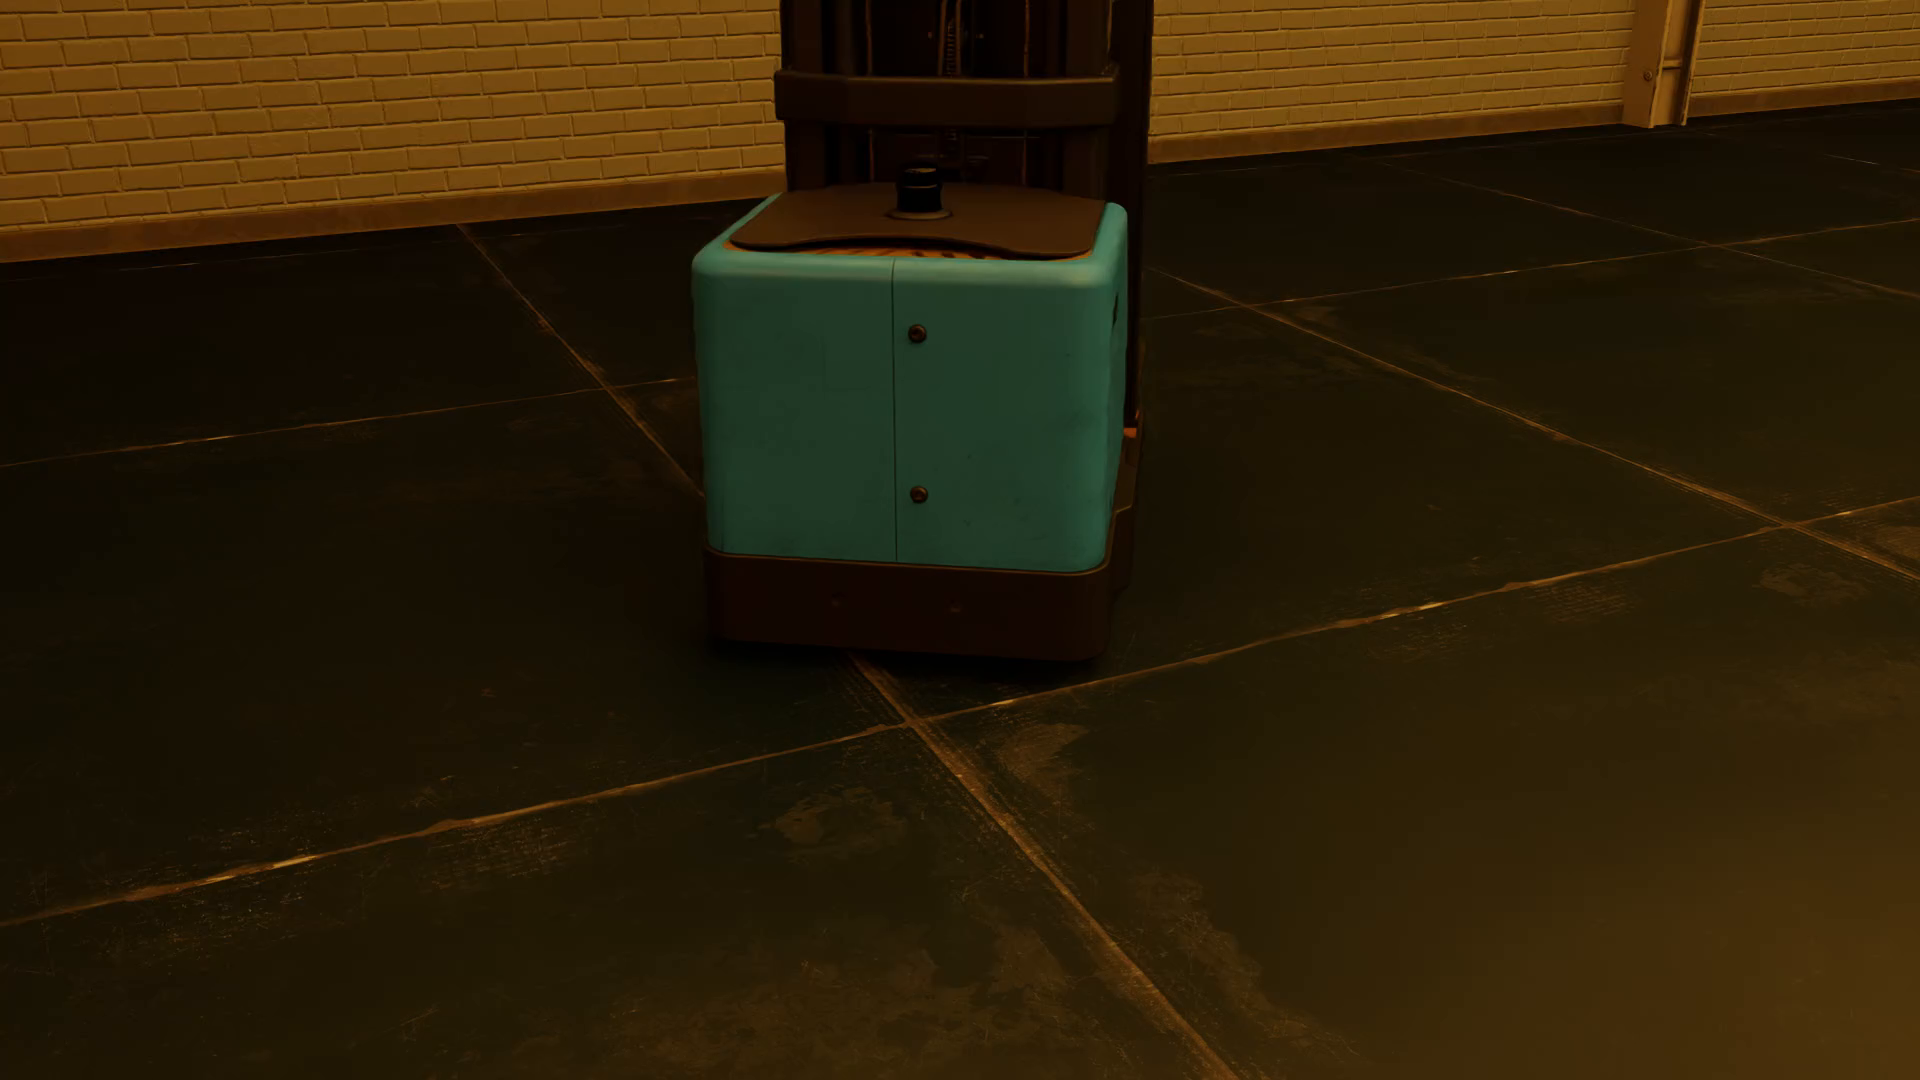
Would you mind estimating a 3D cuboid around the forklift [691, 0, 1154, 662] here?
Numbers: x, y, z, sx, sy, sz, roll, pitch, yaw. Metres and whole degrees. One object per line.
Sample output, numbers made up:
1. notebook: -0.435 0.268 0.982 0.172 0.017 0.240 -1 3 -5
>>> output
1. forklift: 0.052 -1.578 5.085 1.130 2.935 3.031 3 23 7
